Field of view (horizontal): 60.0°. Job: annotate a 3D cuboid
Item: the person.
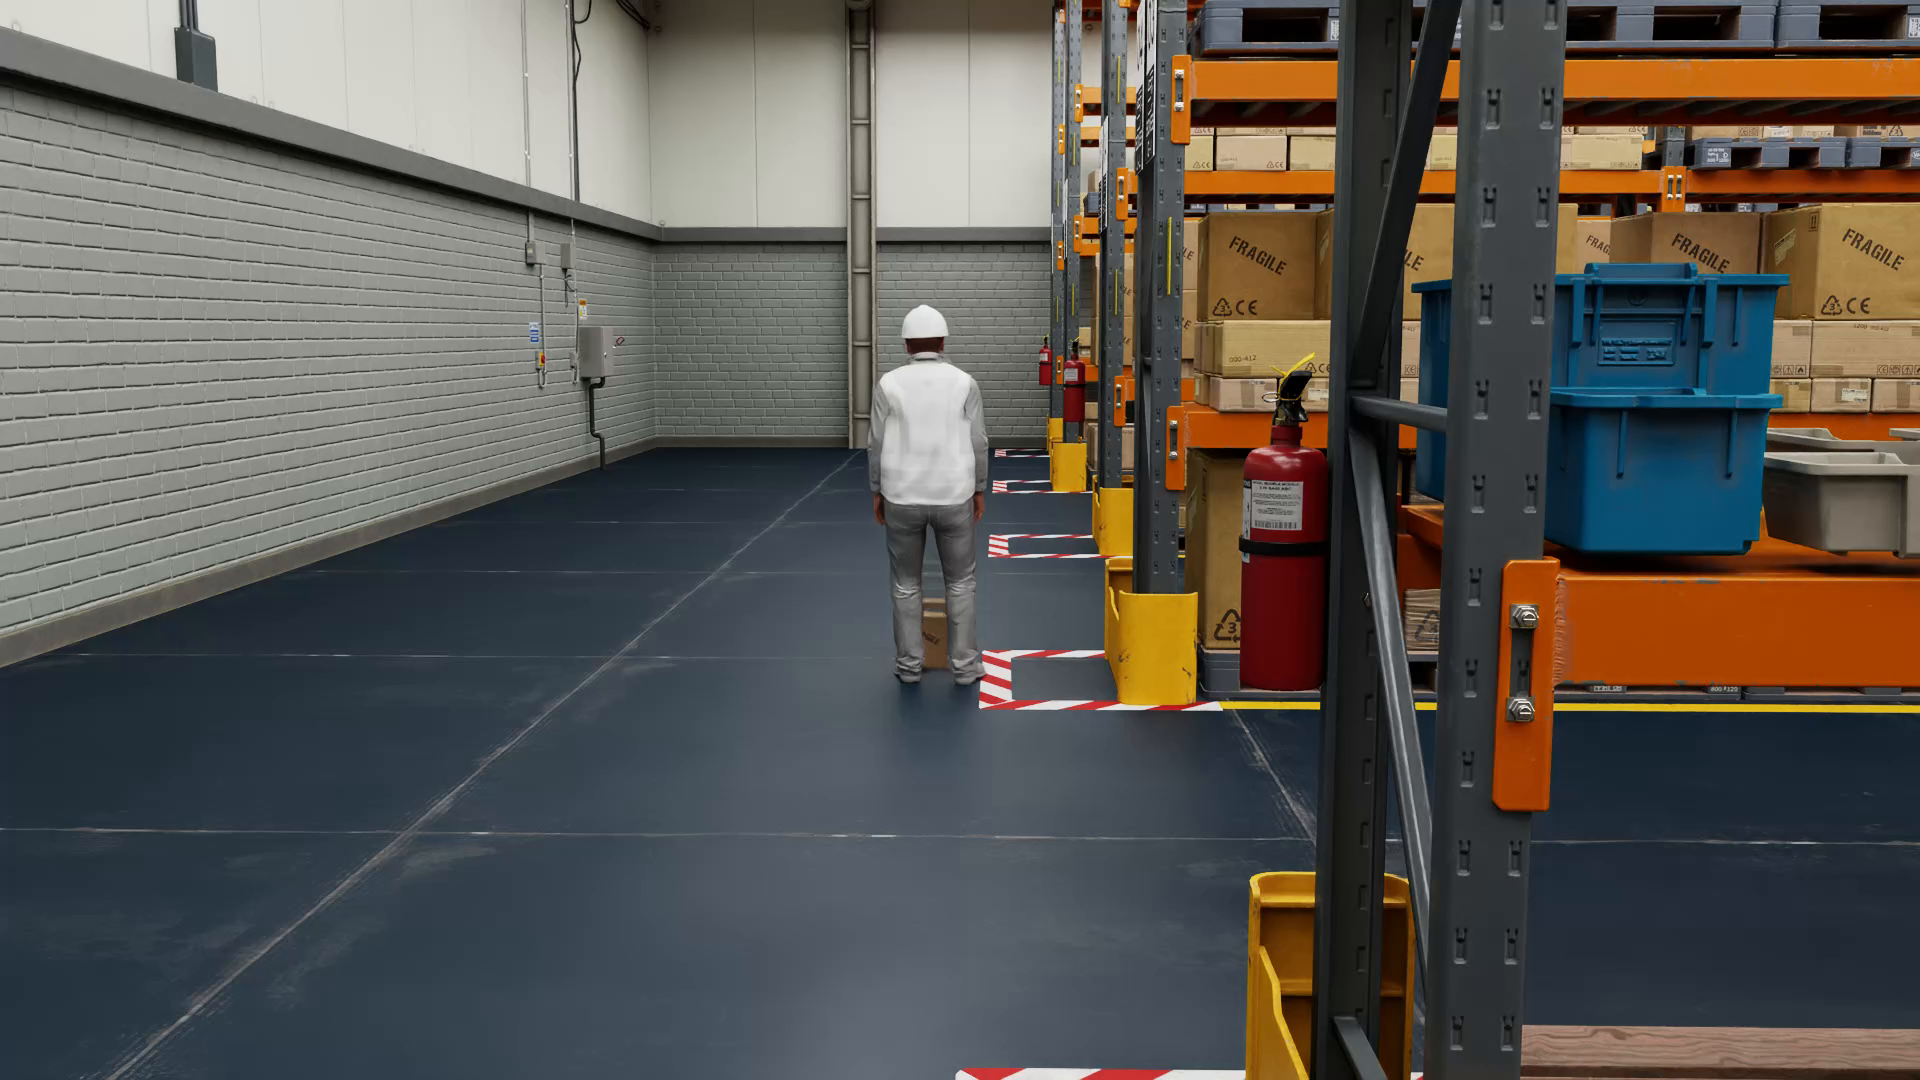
[{"bbox_3d":[-0.150,-0.208,7.816,0.569,1.772,0.474,0,7,-1],"label":"person"}]
